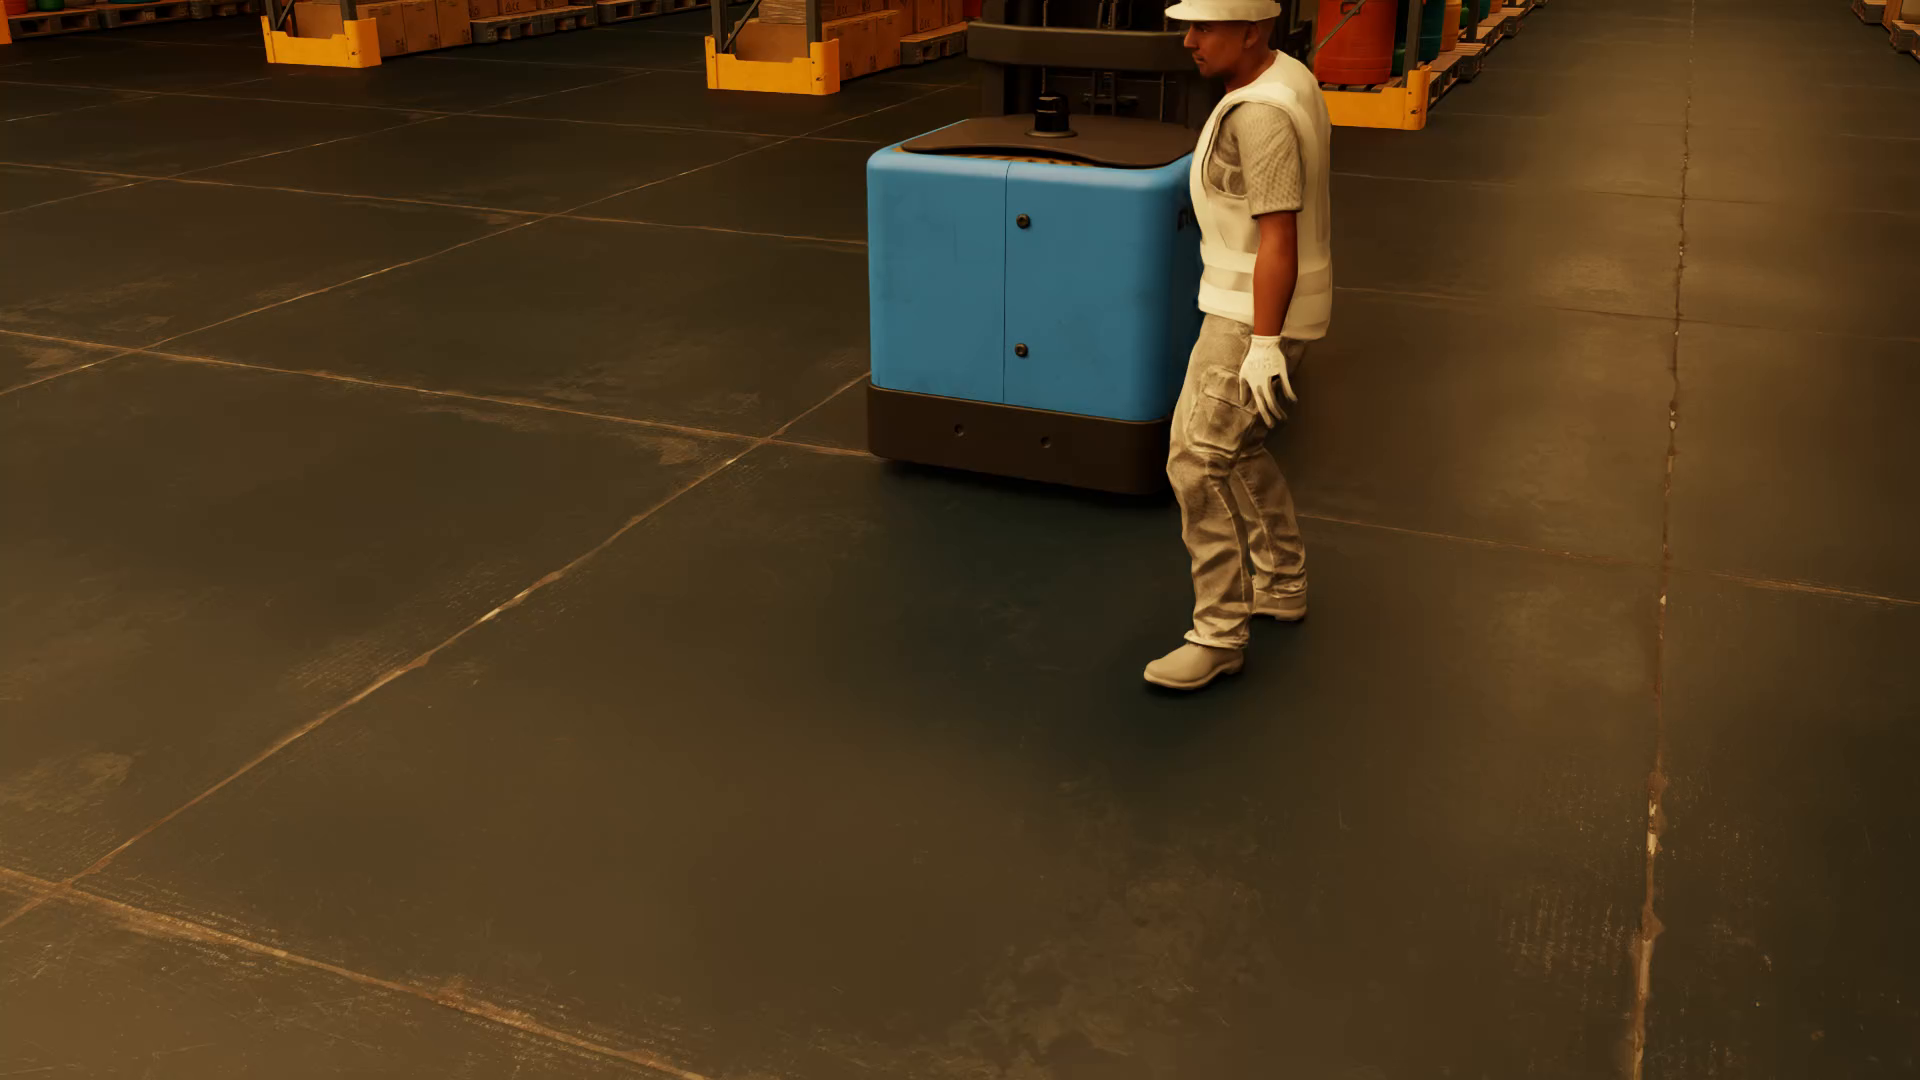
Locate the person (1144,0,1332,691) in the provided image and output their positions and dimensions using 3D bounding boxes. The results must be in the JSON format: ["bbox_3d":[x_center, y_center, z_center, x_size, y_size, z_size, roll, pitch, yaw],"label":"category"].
[{"bbox_3d":[0.709,-0.564,4.194,0.443,1.746,0.887,6,23,13],"label":"person"}]

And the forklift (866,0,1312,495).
[{"bbox_3d":[0.738,-2.030,6.148,1.130,2.935,3.031,9,24,22],"label":"forklift"}]
